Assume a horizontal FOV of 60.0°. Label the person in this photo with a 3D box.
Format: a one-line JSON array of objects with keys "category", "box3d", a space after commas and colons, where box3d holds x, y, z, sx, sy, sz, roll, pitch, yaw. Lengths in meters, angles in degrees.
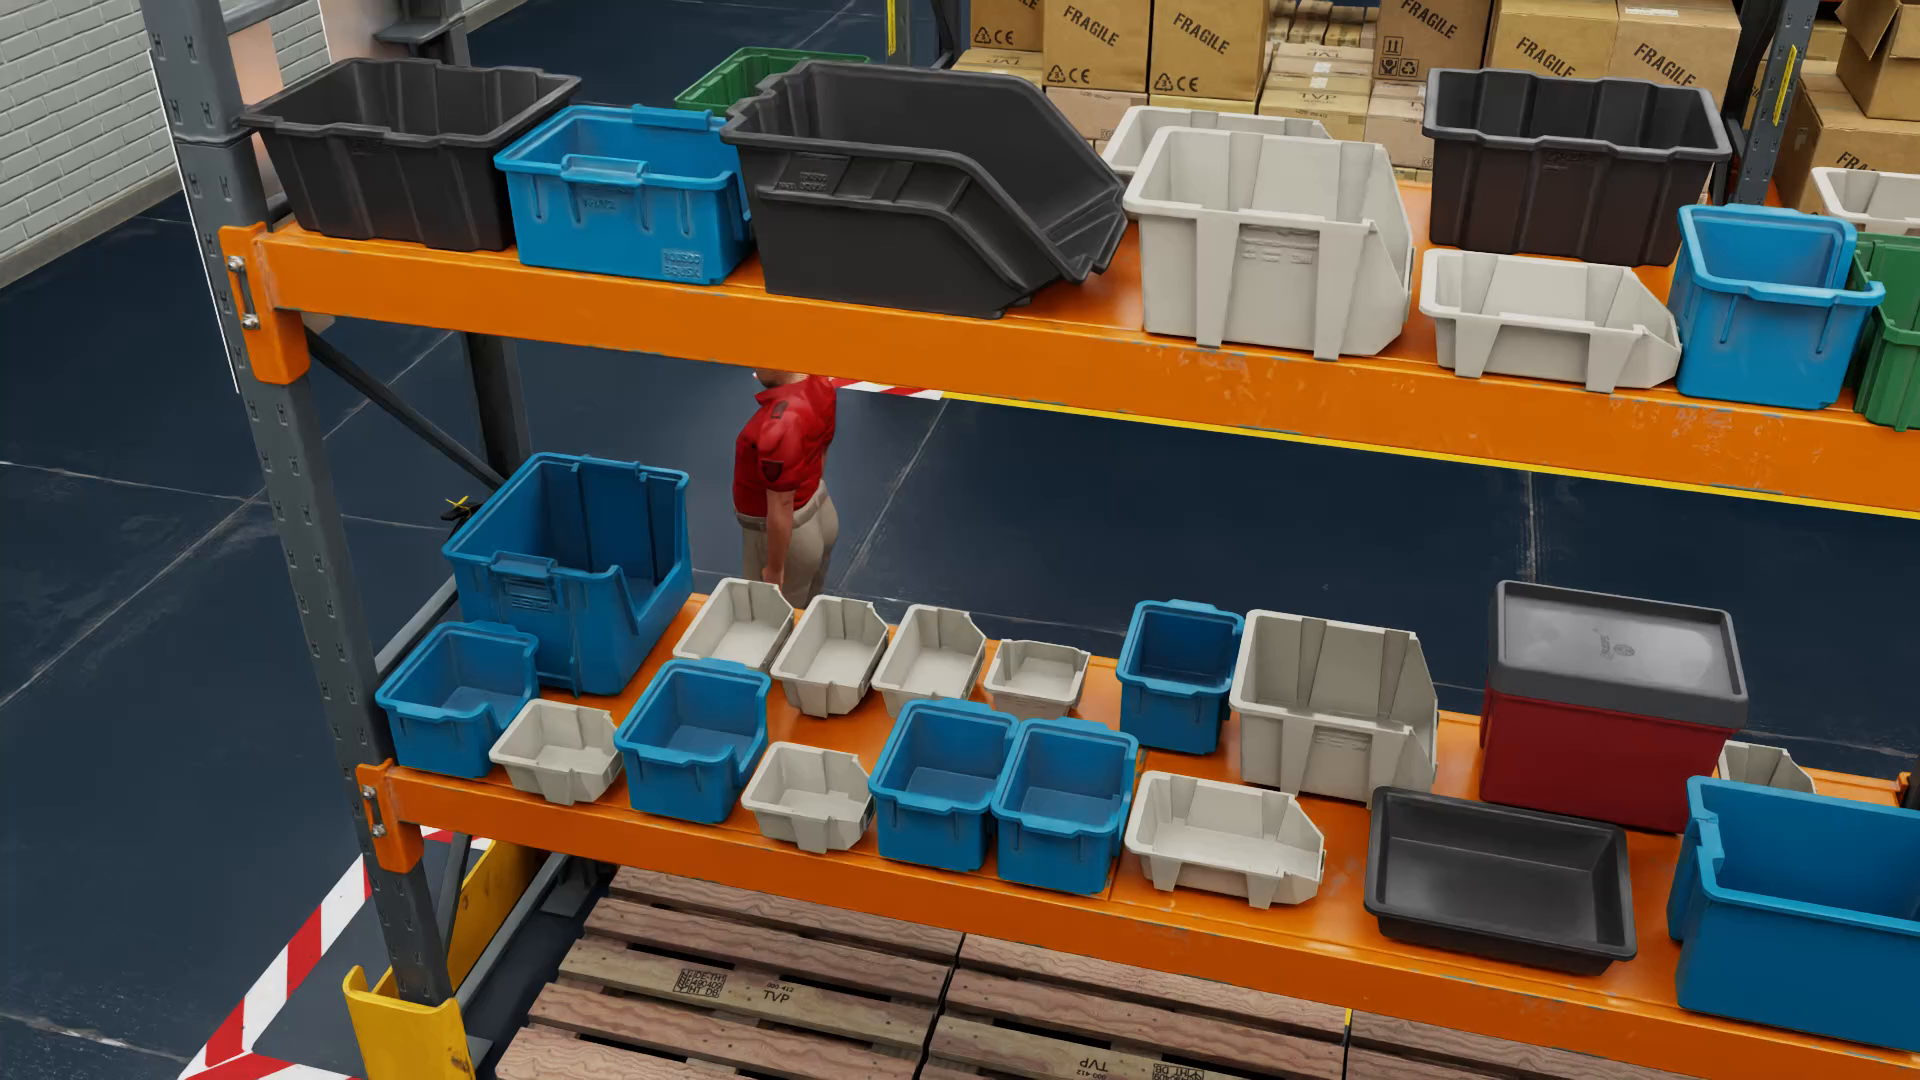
[{"category": "person", "box3d": [-0.688, -0.016, 6.158, 0.439, 1.735, 0.555, 9, 34, 13]}]
